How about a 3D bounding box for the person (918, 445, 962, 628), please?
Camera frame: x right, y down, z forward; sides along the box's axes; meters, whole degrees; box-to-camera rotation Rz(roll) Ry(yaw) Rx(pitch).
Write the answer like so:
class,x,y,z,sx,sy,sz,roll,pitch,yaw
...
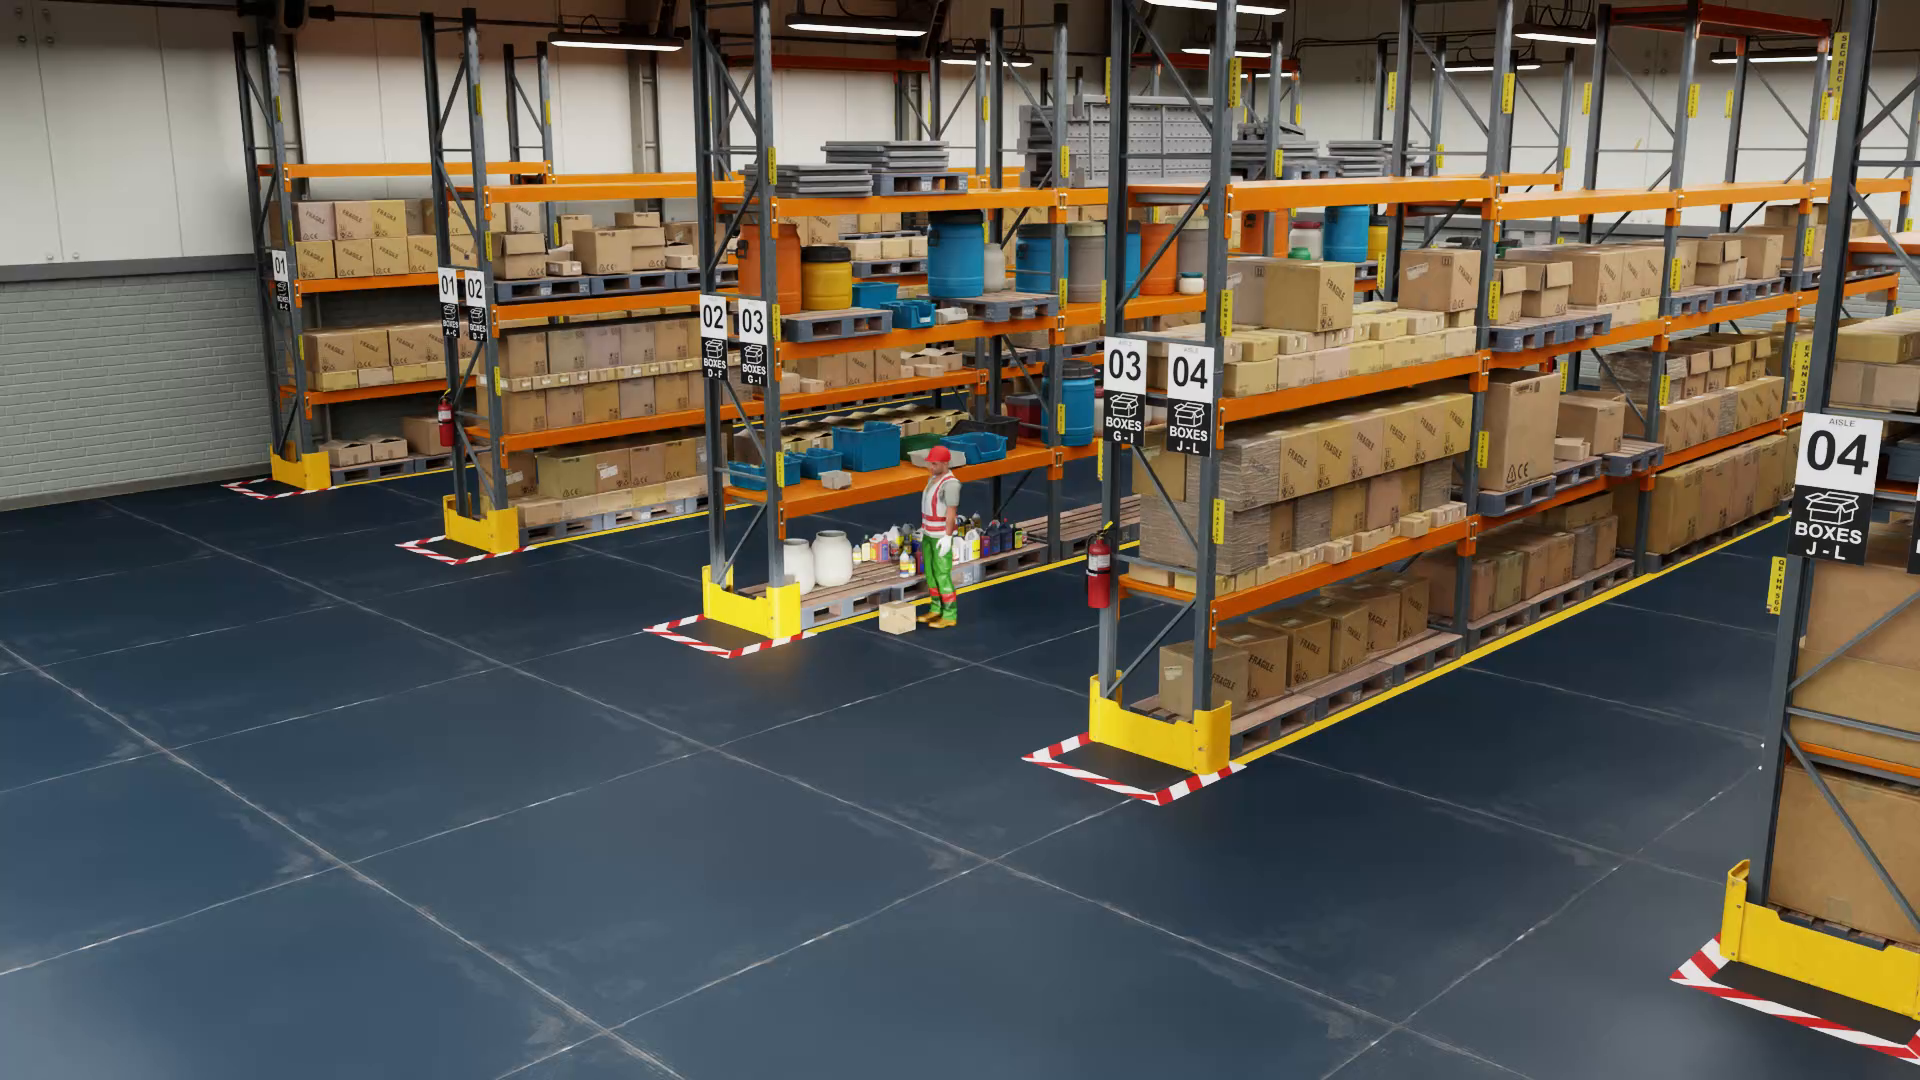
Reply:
class,x,y,z,sx,sy,sz,roll,pitch,yaw
person,-0.198,-0.041,16.128,0.344,1.780,0.526,-7,15,-25
